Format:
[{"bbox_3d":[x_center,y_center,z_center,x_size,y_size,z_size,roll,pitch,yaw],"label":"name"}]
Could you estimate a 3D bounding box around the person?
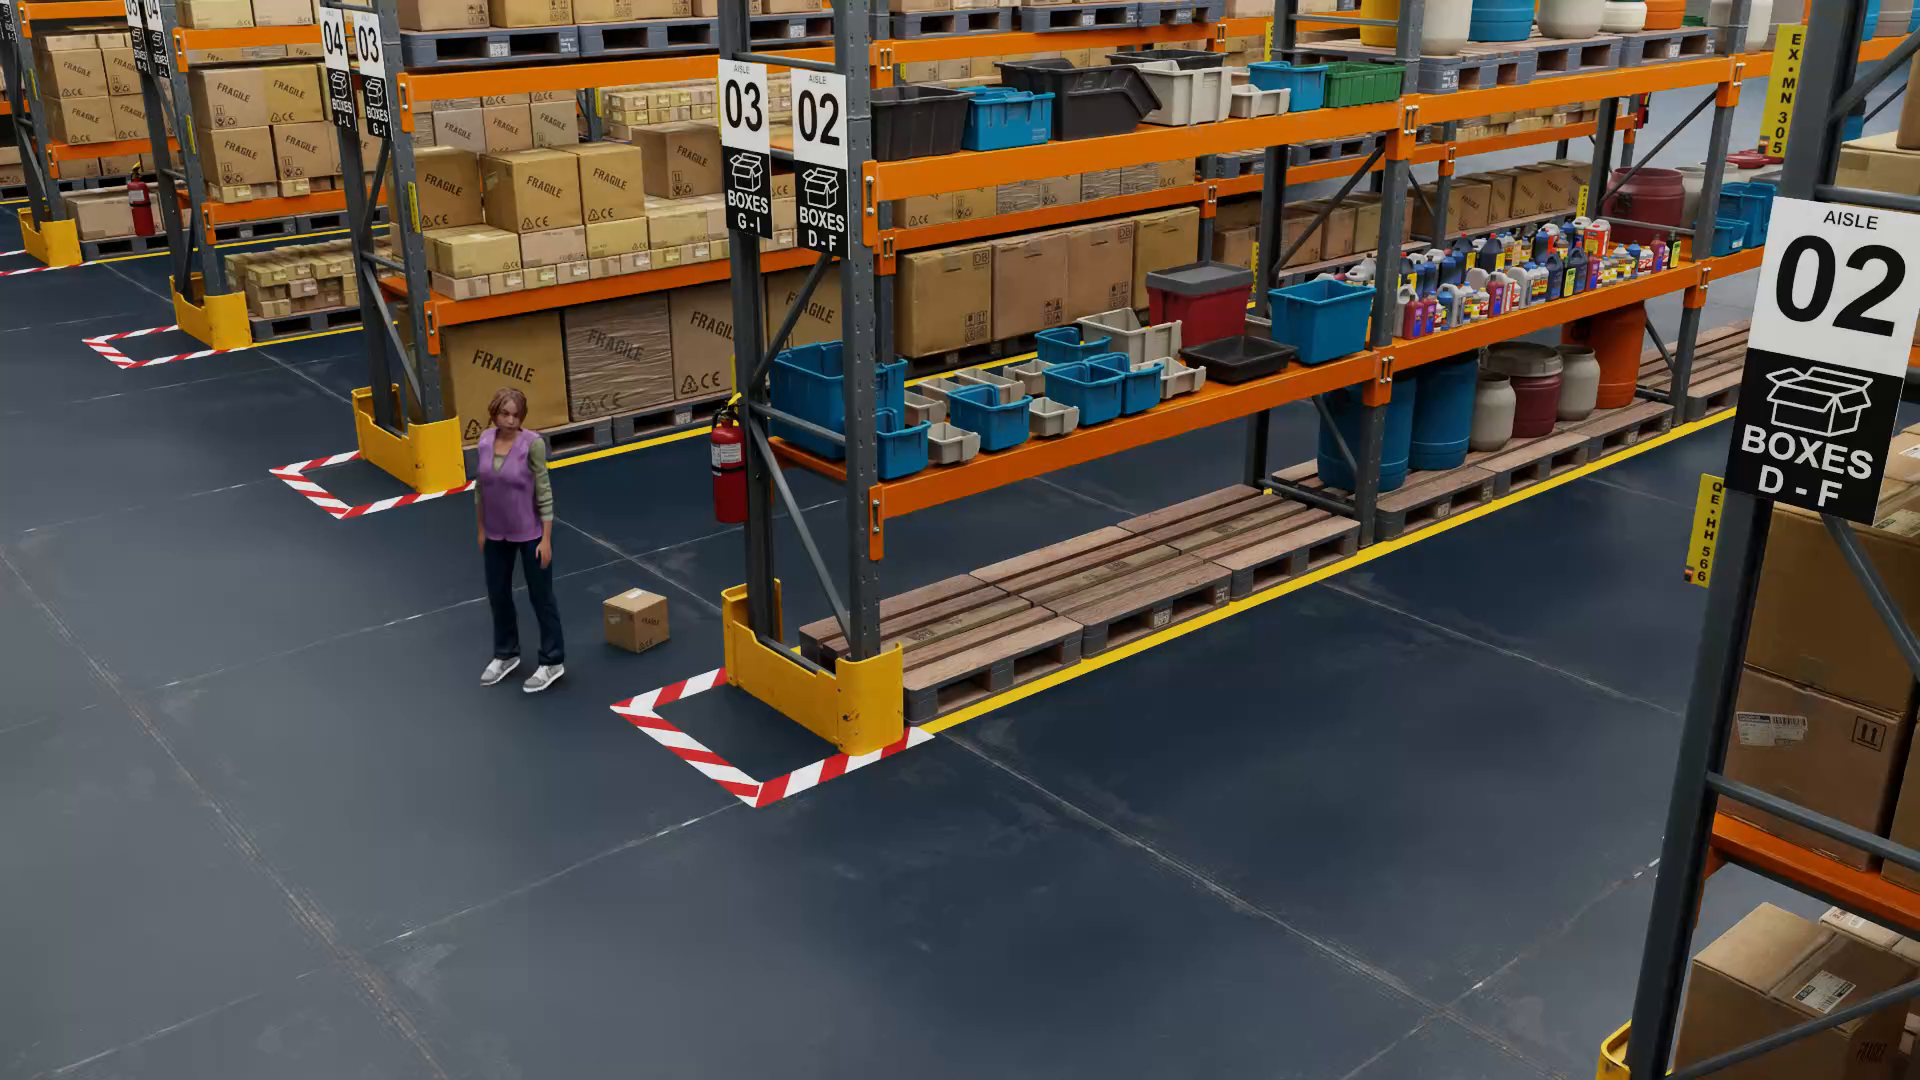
[{"bbox_3d":[-2.301,-0.002,8.596,0.476,1.620,0.340,6,22,15],"label":"person"}]
